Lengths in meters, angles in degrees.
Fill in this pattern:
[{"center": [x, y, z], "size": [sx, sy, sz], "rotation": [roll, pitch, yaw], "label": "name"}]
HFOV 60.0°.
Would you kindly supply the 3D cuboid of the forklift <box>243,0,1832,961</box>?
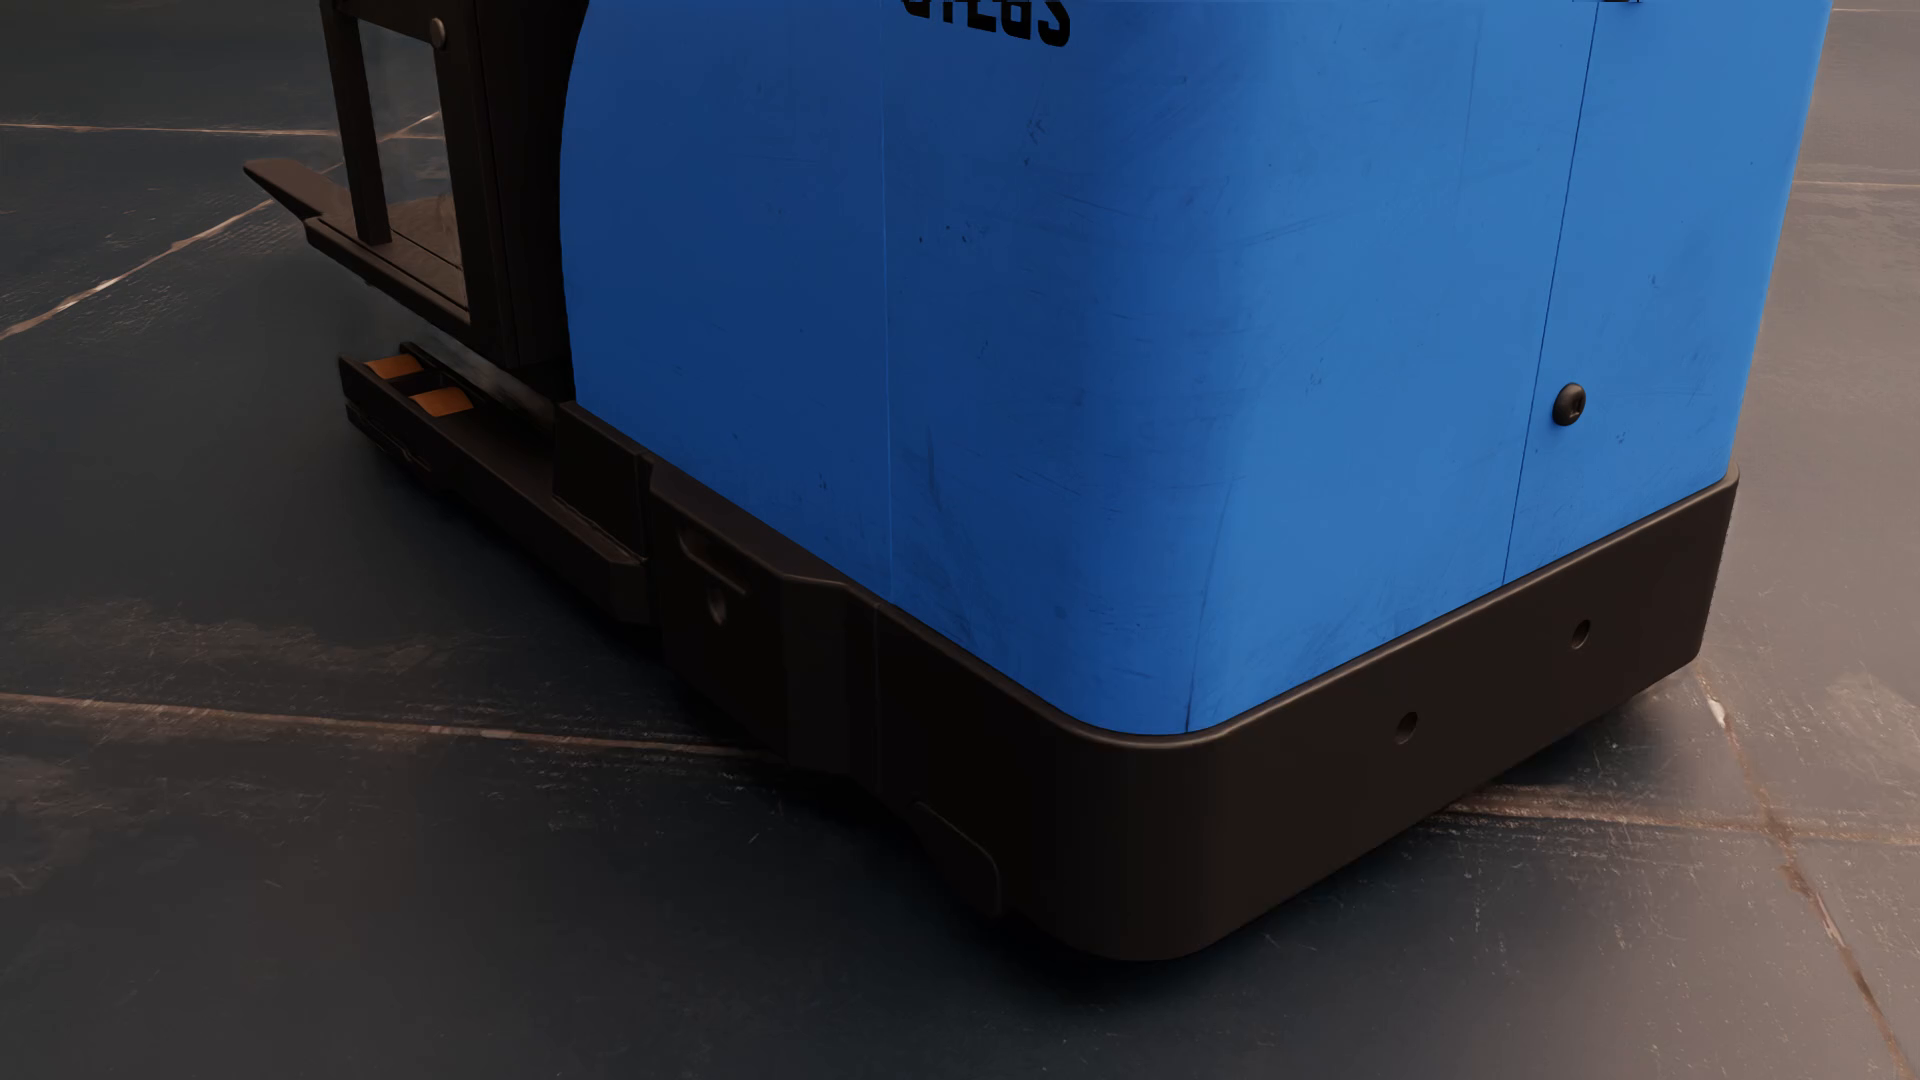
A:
[{"center": [-0.378, -1.509, 2.242], "size": [1.130, 2.935, 3.031], "rotation": [-19, 32, -34], "label": "forklift"}]
